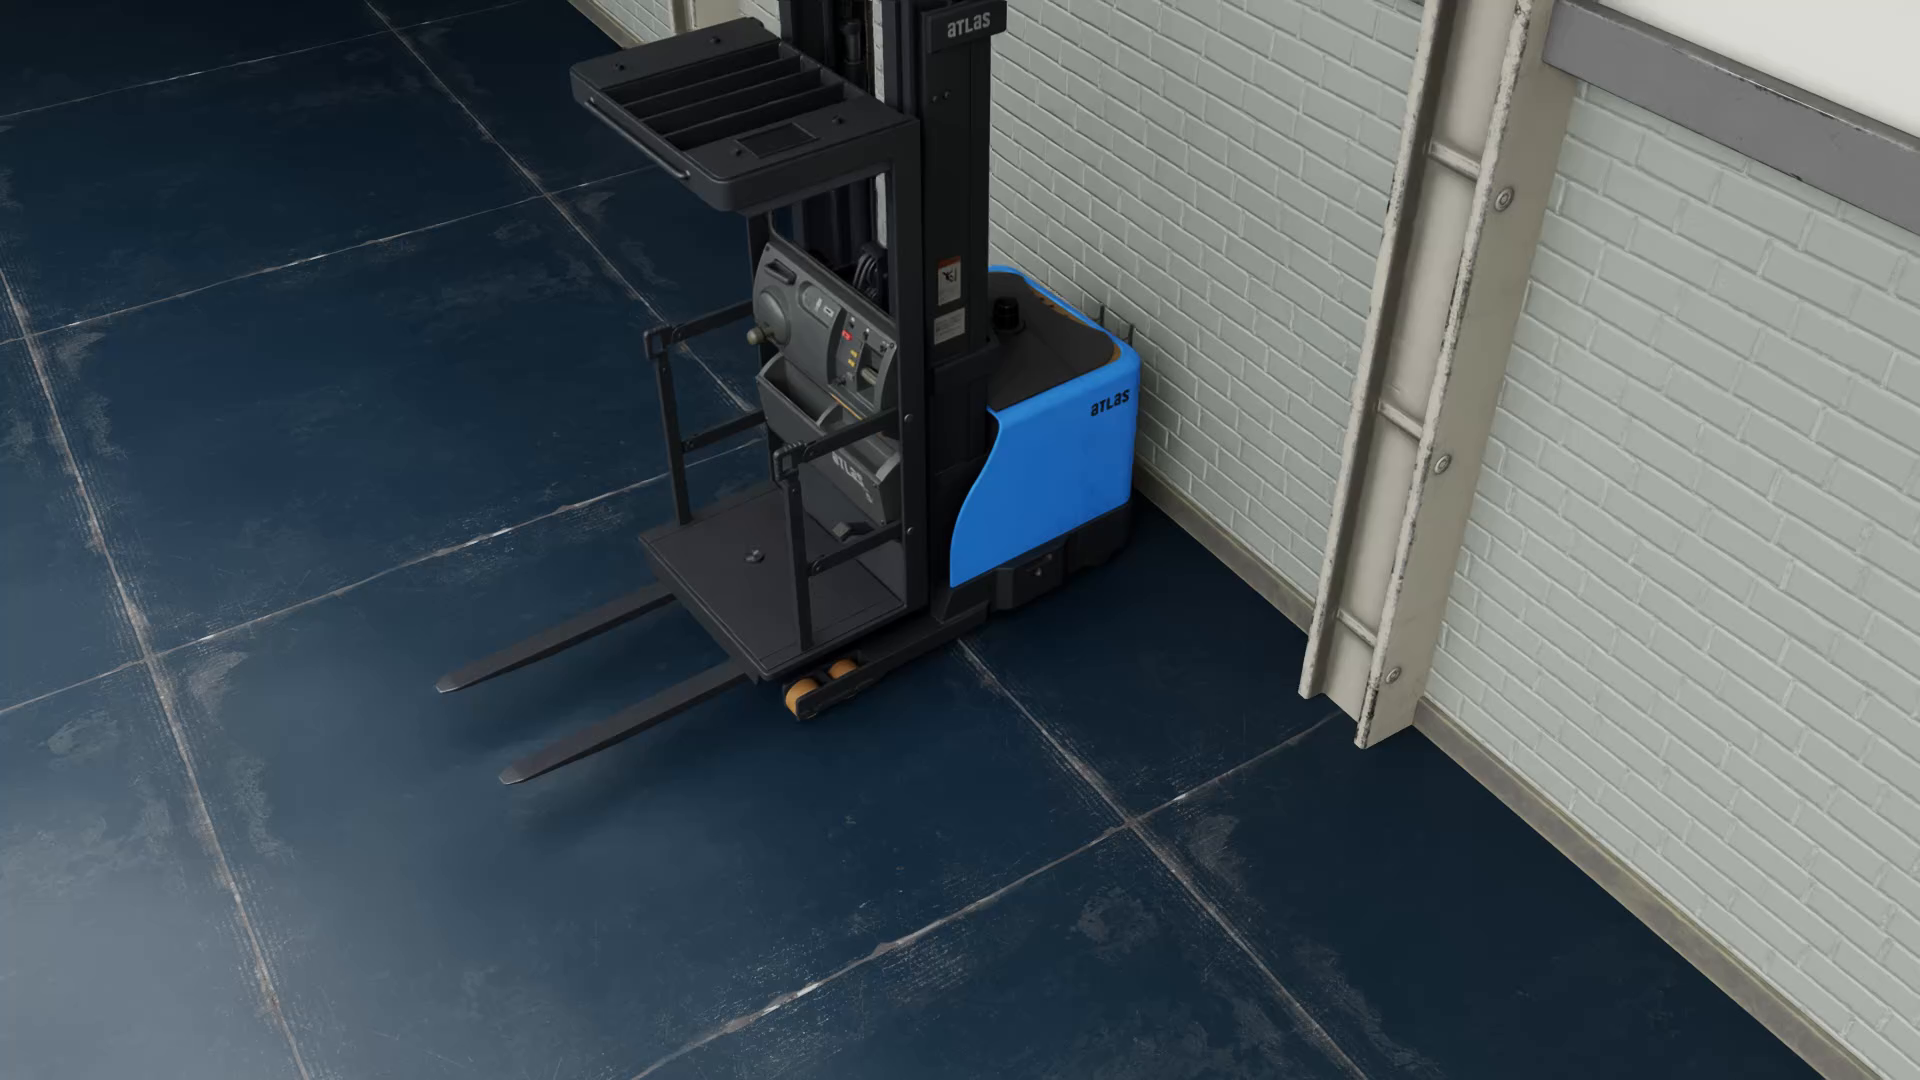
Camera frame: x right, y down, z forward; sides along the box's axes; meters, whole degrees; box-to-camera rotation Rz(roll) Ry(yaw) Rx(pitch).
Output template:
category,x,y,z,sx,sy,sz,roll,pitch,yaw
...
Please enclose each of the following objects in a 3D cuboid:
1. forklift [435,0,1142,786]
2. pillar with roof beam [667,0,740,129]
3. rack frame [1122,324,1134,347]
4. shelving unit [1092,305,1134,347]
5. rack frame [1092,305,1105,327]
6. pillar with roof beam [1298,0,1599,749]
category,x,y,z,sx,sy,sz,roll,pitch,yaw
forklift,-0.702,-0.774,6.389,3.031,2.935,1.130,-25,46,-27
pillar with roof beam,-5.203,-4.523,6.149,9.100,9.000,0.400,-22,45,-24
rack frame,0.686,-0.583,7.746,0.240,0.900,0.006,-25,46,-27
shelving unit,0.626,-0.635,7.809,0.258,0.900,0.210,-25,46,-27
rack frame,0.565,-0.688,7.872,0.240,0.900,0.006,-25,46,-27
pillar with roof beam,-1.977,-1.285,2.263,9.100,9.000,0.400,-22,45,-24
